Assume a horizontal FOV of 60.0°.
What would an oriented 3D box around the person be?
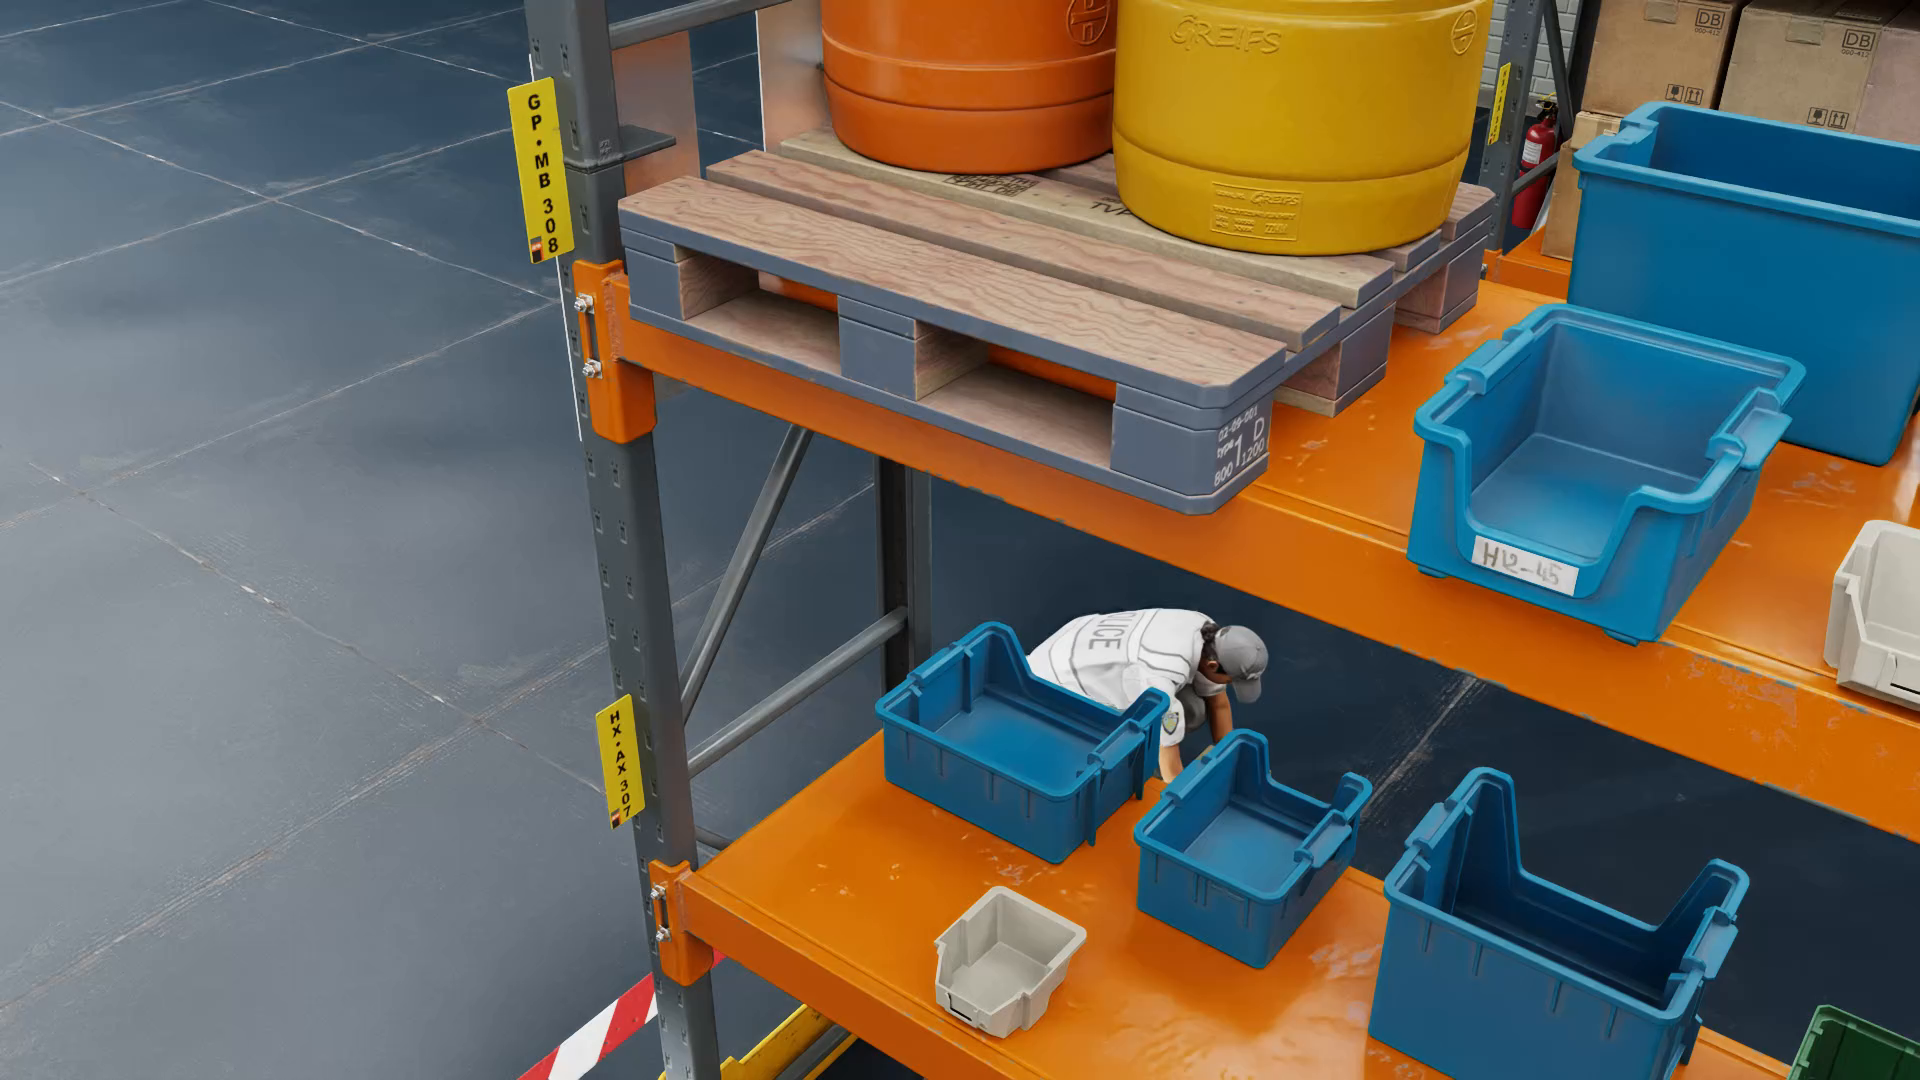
[{"bbox_3d":[0.655,0.583,5.977,0.865,0.837,0.520,21,37,31],"label":"person"}]
